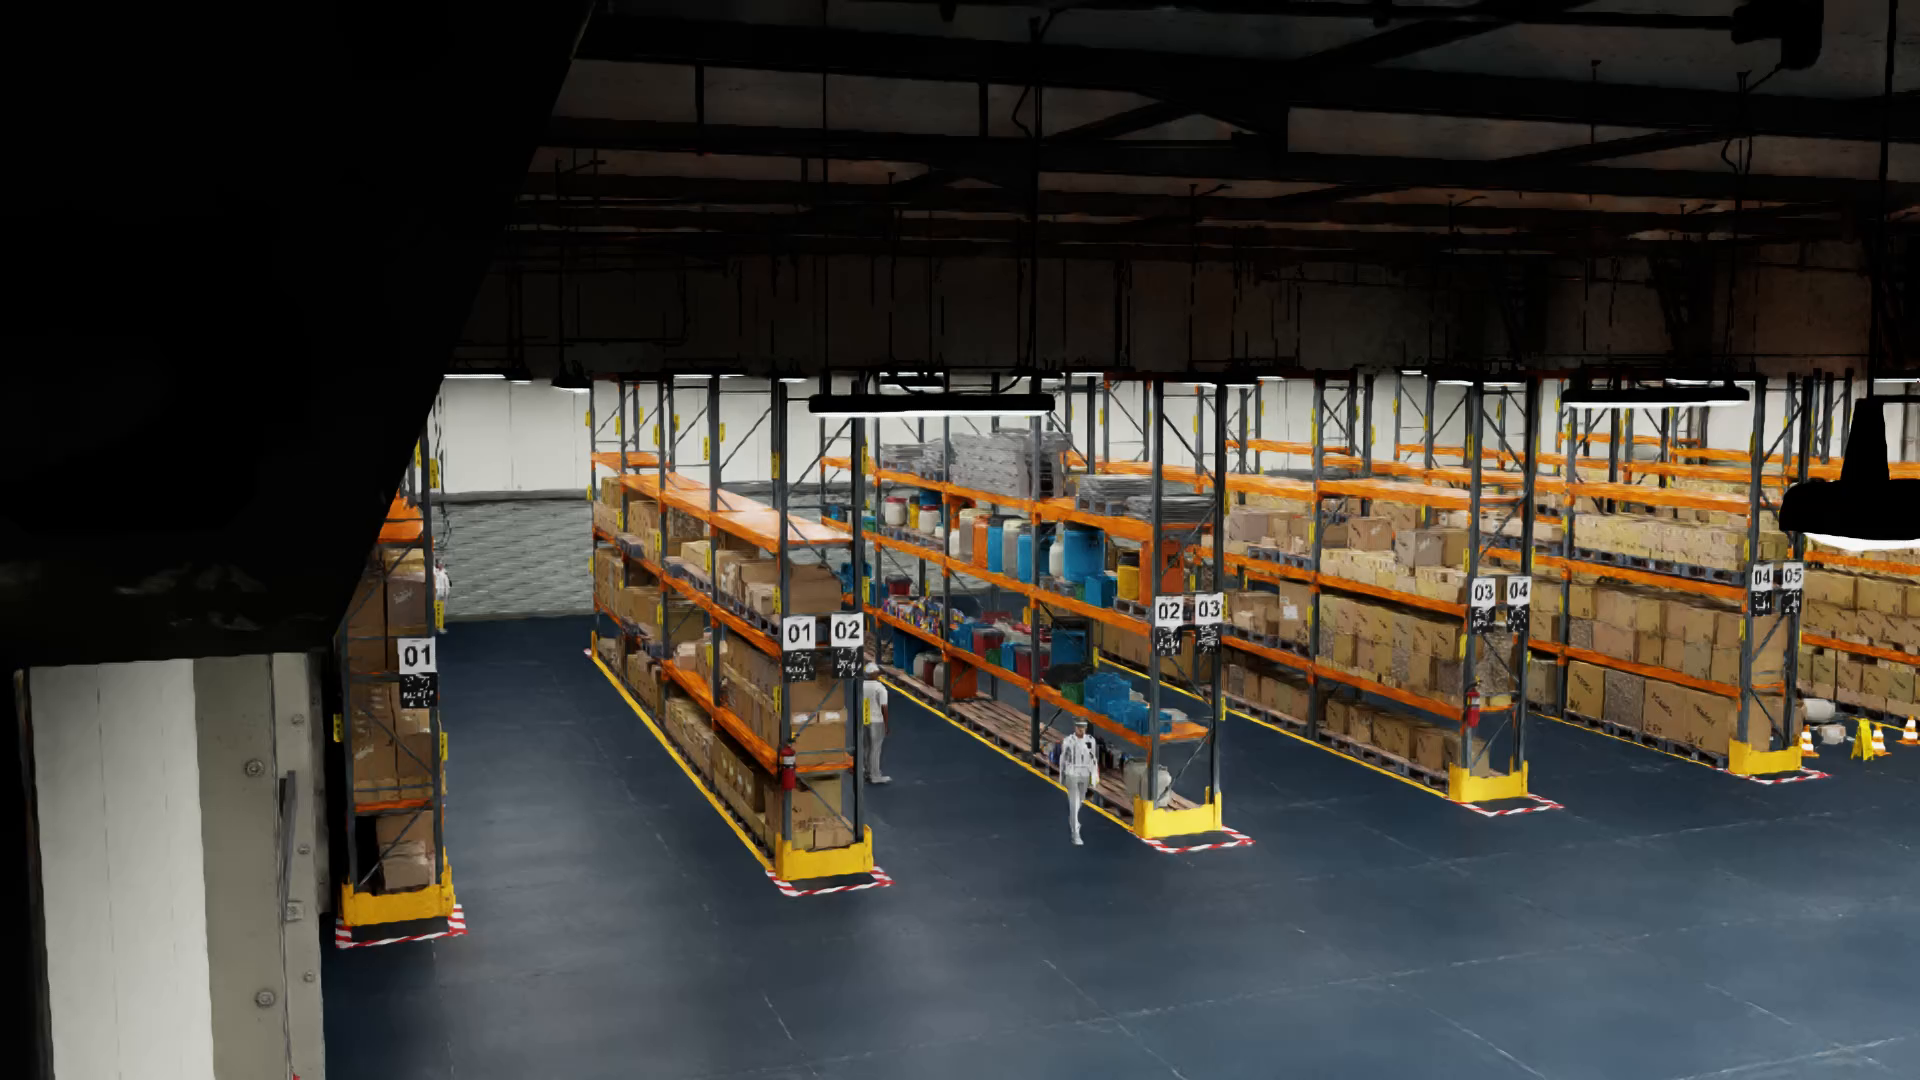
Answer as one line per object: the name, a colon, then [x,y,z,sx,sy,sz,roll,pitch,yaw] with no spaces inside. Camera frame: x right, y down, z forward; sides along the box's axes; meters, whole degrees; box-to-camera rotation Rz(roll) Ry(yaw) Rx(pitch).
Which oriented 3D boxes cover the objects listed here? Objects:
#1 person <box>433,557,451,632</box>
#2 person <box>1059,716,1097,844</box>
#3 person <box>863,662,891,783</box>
person: [-11.952,1.246,37.805,0.543,1.739,0.713,4,7,30]
person: [1.554,3.081,21.820,0.492,1.625,0.955,-2,7,-16]
person: [-1.271,2.682,24.707,0.632,1.771,0.446,5,8,39]
